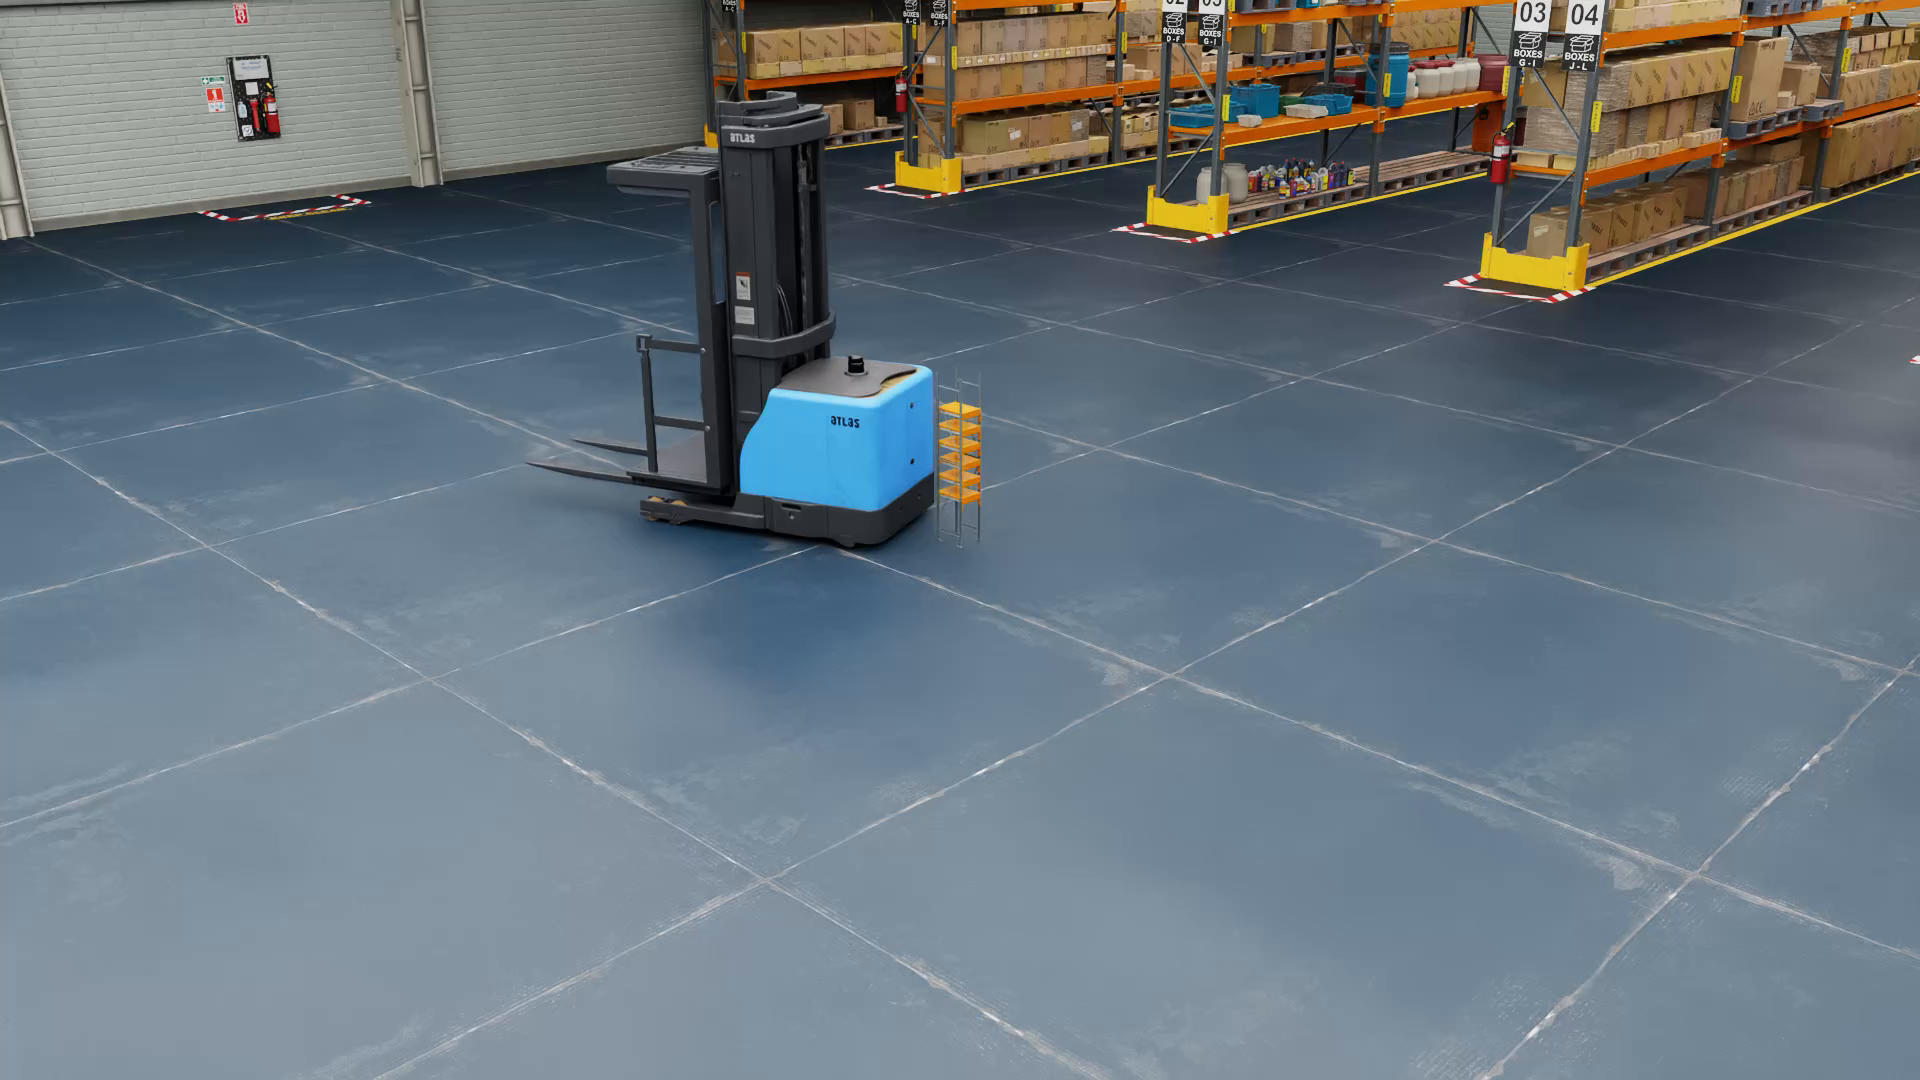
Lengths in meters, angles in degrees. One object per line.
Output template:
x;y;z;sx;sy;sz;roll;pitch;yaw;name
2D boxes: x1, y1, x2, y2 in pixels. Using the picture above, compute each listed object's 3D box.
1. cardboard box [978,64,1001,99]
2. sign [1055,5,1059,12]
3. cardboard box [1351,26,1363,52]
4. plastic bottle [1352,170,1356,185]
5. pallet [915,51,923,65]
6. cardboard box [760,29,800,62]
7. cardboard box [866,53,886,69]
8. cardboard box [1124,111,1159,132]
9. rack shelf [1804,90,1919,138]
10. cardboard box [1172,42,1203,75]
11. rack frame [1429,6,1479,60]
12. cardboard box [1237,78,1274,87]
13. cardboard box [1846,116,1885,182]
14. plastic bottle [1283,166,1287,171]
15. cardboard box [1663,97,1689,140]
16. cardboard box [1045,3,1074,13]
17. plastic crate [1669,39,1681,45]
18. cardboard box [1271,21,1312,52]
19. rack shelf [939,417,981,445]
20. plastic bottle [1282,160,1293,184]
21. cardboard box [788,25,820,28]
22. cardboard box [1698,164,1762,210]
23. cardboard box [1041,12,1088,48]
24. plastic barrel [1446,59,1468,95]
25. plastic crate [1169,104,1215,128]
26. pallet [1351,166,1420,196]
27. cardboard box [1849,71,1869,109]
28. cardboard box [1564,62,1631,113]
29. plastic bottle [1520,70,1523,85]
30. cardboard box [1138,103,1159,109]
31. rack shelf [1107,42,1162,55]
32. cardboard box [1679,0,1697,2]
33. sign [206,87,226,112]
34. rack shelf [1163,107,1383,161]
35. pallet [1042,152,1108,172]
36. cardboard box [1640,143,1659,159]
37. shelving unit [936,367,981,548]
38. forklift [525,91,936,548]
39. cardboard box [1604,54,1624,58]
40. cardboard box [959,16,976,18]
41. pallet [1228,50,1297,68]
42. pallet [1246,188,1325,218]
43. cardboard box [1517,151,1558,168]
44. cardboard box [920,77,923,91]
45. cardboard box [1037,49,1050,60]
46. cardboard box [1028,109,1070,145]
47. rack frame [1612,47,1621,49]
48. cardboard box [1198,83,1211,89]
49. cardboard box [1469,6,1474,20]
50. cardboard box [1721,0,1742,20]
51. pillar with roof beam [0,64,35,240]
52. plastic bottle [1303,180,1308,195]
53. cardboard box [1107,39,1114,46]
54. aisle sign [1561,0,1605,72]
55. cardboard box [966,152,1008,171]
0.219;-7.175;25.922;0.500;0.500;0.700;-19;28;-41;cardboard box
1.945;-10.541;33.314;0.100;0.325;0.005;19;28;41;sign
8.057;-10.199;33.790;0.500;0.500;0.500;-20;28;-41;cardboard box
5.828;-5.391;24.706;0.097;0.201;0.097;0;21;0;plastic bottle
-0.603;-9.213;31.631;1.003;0.211;1.213;19;28;41;pallet
-3.131;-8.576;28.841;0.500;0.500;0.500;19;28;41;cardboard box
-1.707;-8.758;30.361;0.500;0.250;0.500;19;28;41;cardboard box
3.131;-7.249;28.719;0.500;0.311;0.500;19;28;40;cardboard box
13.592;-6.630;25.645;1.077;0.370;4.000;19;28;41;rack shelf
3.943;-8.543;29.481;0.500;0.500;0.500;17;27;38;cardboard box
10.683;-10.988;35.982;1.000;3.000;0.127;19;28;41;rack frame
5.622;-8.635;31.685;0.500;0.250;0.500;-19;28;-40;cardboard box
13.321;-6.055;25.524;1.225;0.875;0.875;19;28;41;cardboard box
4.790;-5.395;24.621;0.097;0.271;0.097;0;21;0;plastic bottle
8.398;-5.235;20.460;0.875;0.500;0.500;19;28;41;cardboard box
2.071;-10.775;33.800;0.500;0.250;0.500;-19;28;-41;cardboard box
14.129;-9.659;32.391;0.616;0.435;0.499;19;28;41;plastic crate
6.235;-9.552;31.520;0.500;0.500;0.700;-14;25;-32;cardboard box
-0.010;-0.739;11.279;0.258;0.103;0.180;19;28;41;rack shelf
4.866;-5.480;24.729;0.144;0.351;0.185;18;27;38;plastic bottle
-2.787;-8.968;29.863;0.500;0.500;0.500;-20;29;-41;cardboard box
10.586;-4.876;22.951;0.700;0.500;0.500;16;26;36;cardboard box
1.655;-8.310;27.066;0.700;0.500;0.500;19;28;41;cardboard box
7.790;-7.317;26.275;0.421;0.512;0.421;0;21;0;plastic barrel
3.202;-5.769;22.610;0.499;0.251;0.616;19;28;41;plastic crate
6.378;-5.573;25.779;1.003;0.211;1.213;19;28;41;pallet
13.089;-6.688;24.655;0.500;0.500;0.500;18;28;39;cardboard box
7.195;-5.120;18.768;0.500;0.500;0.500;19;28;41;cardboard box
9.282;-7.684;27.565;0.097;0.271;0.097;0;21;0;plastic bottle
3.450;-7.645;29.749;0.500;0.311;0.500;19;28;40;cardboard box
2.945;-10.349;35.321;1.077;0.370;4.000;19;28;41;rack shelf
8.471;-6.444;19.630;0.250;0.149;0.380;-19;28;-40;cardboard box
-10.559;-6.243;23.586;0.001;0.329;0.234;19;28;41;sign
4.463;-5.813;23.520;1.077;0.370;4.000;19;28;41;rack shelf
1.727;-6.408;27.952;1.003;0.211;1.213;19;28;41;pallet
8.102;-4.653;19.849;0.380;0.149;0.250;19;28;41;cardboard box
-0.010;-0.556;11.350;0.258;1.200;0.189;19;28;41;shelving unit
-1.745;-1.643;11.764;3.031;2.935;1.130;9;23;21;forklift
7.518;-5.508;19.777;0.500;0.500;0.500;19;28;41;cardboard box
0.376;-9.974;32.589;0.700;0.500;0.500;19;28;41;cardboard box
5.524;-9.034;31.165;1.213;0.211;1.003;19;28;41;pallet
4.508;-4.884;23.987;1.003;0.211;1.213;19;28;41;pallet
6.667;-4.403;19.198;0.380;0.149;0.250;19;28;41;cardboard box
-0.434;-8.838;32.215;0.500;0.250;0.500;19;28;40;cardboard box
1.205;-7.734;26.473;0.250;0.149;0.380;-19;28;-40;cardboard box
1.441;-6.737;27.124;0.500;0.500;0.500;19;28;41;cardboard box
11.439;-8.719;30.079;1.000;3.000;0.127;19;28;41;rack frame
5.288;-10.523;37.670;0.700;0.500;0.500;19;28;40;cardboard box
10.569;-11.318;35.308;0.500;0.500;0.500;19;28;40;cardboard box
9.275;-6.571;20.517;0.500;0.250;0.500;-19;28;-40;cardboard box
-9.449;-7.149;17.631;9.100;9.000;0.400;19;28;41;pillar with roof beam
4.933;-5.061;23.849;0.097;0.201;0.097;0;21;0;plastic bottle
3.008;-10.486;34.999;0.380;0.149;0.250;19;28;41;cardboard box
6.788;-5.517;18.125;0.394;0.787;0.004;19;28;41;aisle sign
0.401;-6.000;26.250;0.500;0.250;0.500;19;28;41;cardboard box
